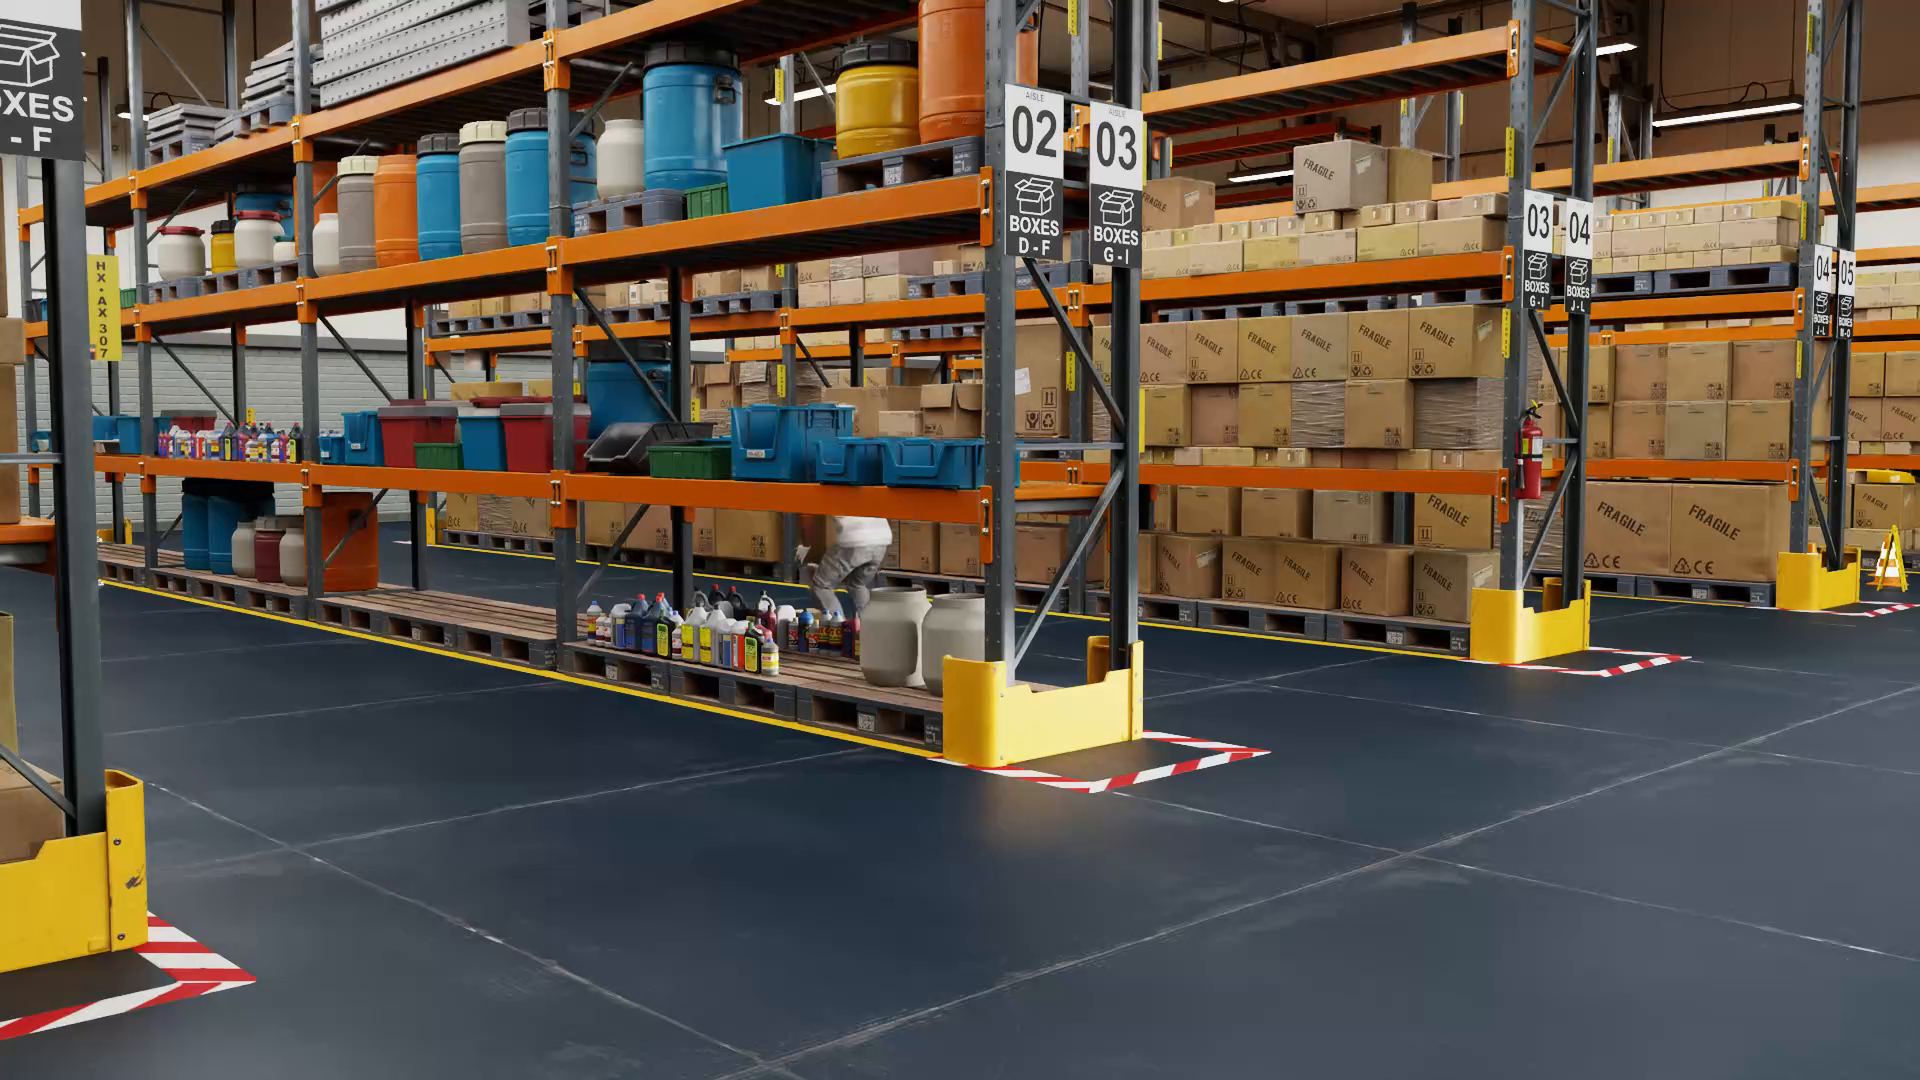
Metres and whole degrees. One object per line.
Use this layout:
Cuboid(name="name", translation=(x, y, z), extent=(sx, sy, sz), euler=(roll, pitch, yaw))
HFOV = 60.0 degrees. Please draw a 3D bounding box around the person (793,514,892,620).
Cuboid(name="person", translation=(-0.844, 0.038, 11.928), extent=(0.608, 1.525, 0.696), euler=(-4, 5, -43))
